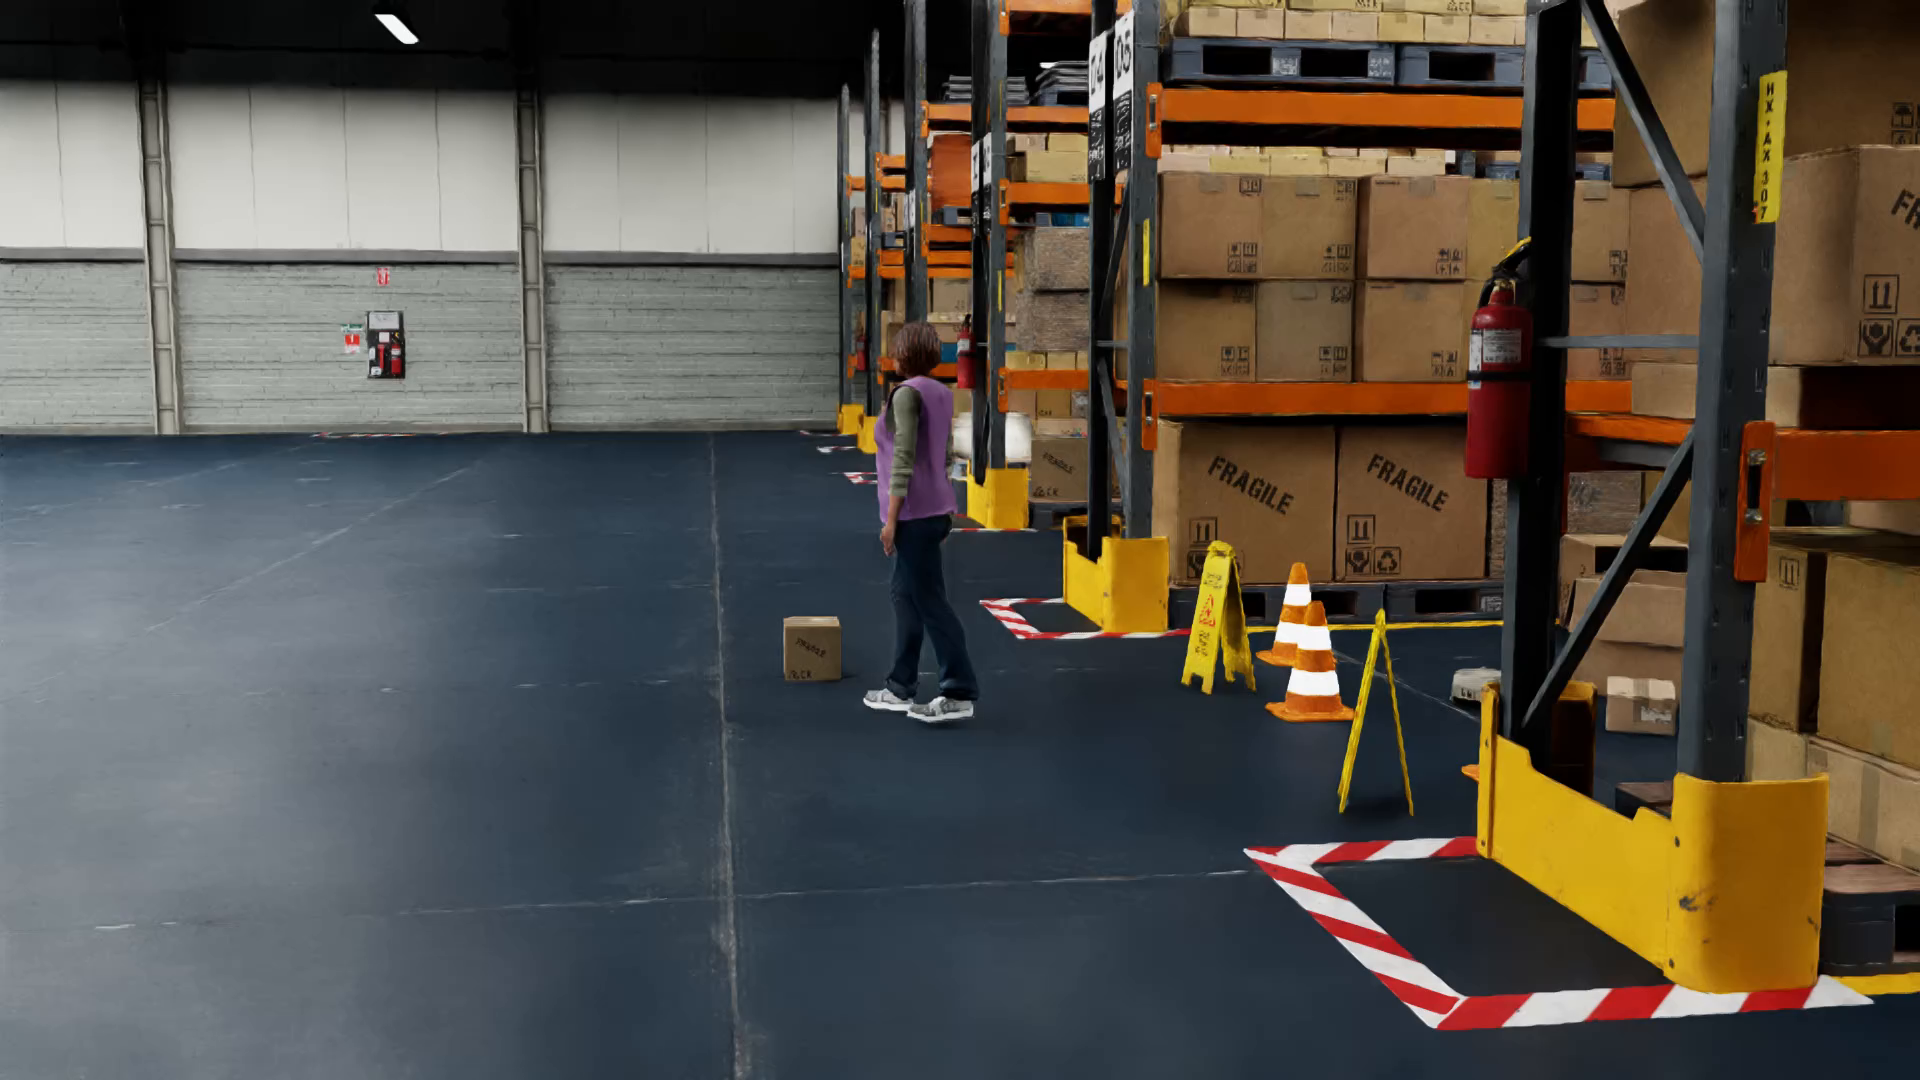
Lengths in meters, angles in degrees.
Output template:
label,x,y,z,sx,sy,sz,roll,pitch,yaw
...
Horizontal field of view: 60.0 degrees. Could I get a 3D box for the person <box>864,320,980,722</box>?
label,x,y,z,sx,sy,sz,roll,pitch,yaw
person,-0.180,-0.075,6.647,0.565,1.597,0.417,2,7,19
